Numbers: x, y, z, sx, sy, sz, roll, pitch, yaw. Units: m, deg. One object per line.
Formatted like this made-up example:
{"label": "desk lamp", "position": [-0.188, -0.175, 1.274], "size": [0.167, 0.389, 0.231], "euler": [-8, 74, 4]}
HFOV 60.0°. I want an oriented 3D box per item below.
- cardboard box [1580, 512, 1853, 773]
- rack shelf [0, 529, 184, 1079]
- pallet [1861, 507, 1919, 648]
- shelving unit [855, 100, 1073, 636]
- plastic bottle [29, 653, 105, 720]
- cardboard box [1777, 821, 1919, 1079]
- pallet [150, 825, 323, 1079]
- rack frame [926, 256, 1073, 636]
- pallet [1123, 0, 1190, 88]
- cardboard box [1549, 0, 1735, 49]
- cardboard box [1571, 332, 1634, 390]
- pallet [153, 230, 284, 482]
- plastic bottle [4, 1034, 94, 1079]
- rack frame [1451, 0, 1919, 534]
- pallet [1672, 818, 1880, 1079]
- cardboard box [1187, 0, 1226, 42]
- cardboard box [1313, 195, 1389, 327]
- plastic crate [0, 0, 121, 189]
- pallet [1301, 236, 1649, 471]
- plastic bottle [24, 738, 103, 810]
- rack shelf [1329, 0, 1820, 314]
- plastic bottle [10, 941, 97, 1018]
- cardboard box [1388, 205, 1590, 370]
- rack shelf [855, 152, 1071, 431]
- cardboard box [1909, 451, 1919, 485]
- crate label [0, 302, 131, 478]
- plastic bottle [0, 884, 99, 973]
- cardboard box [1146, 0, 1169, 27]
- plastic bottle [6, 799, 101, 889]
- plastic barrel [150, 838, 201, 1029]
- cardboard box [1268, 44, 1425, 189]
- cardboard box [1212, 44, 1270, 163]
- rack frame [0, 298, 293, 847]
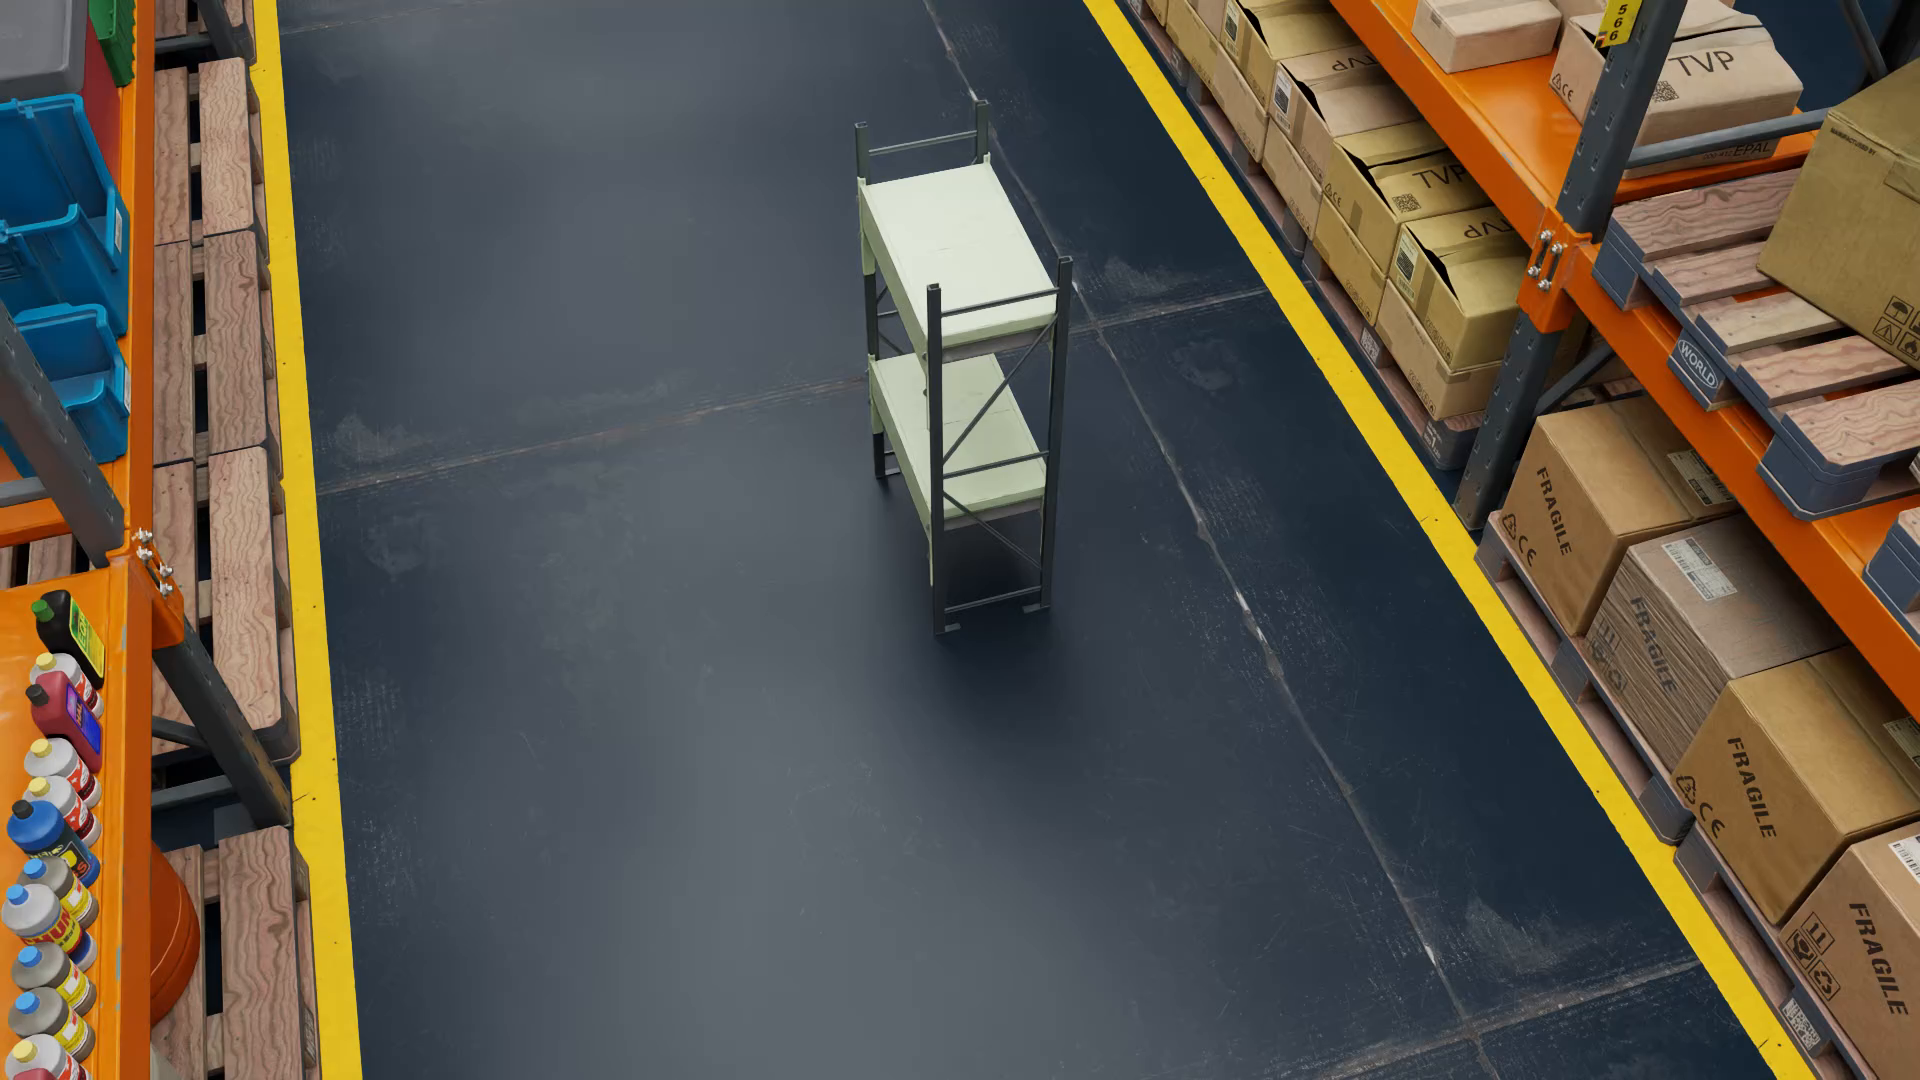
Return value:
{"label": "cardboard box", "position": [2.244, 0.294, 4.888], "size": [0.500, 0.500, 0.500], "euler": [-15, 51, -12]}
{"label": "rack shelf", "position": [-1.919, 1.661, 2.858], "size": [1.077, 0.370, 4.000], "euler": [-13, 51, -11]}
{"label": "pallet", "position": [2.802, 0.333, 3.633], "size": [1.003, 0.211, 1.213], "euler": [-13, 51, -11]}
{"label": "shelving unit", "position": [-0.002, -0.488, 5.181], "size": [0.431, 1.500, 0.755], "euler": [-13, 51, -11]}
{"label": "plastic bottle", "position": [-1.967, 0.320, 3.648], "size": [0.097, 0.201, 0.097], "euler": [0, 50, 0]}
{"label": "cardboard box", "position": [2.547, 1.041, 4.258], "size": [0.500, 0.500, 0.500], "euler": [-15, 51, -12]}
{"label": "pallet", "position": [-2.238, 1.434, 4.403], "size": [1.003, 0.211, 1.213], "euler": [-13, 51, -11]}
{"label": "rack frame", "position": [0.106, -0.221, 4.955], "size": [0.400, 1.500, 0.023], "euler": [-13, 51, -11]}
{"label": "pallet", "position": [1.295, -2.642, 7.839], "size": [1.003, 0.211, 1.213], "euler": [-13, 51, -11]}
{"label": "cardboard box", "position": [2.143, -1.817, 5.378], "size": [0.500, 0.311, 0.500], "euler": [-14, 51, -11]}
{"label": "cardboard box", "position": [2.348, -0.846, 6.025], "size": [0.500, 0.250, 0.500], "euler": [-13, 51, -11]}
{"label": "pallet", "position": [-3.060, -0.596, 6.115], "size": [1.003, 0.211, 1.213], "euler": [-13, 51, -11]}
{"label": "plastic bottle", "position": [-1.697, 0.986, 3.086], "size": [0.097, 0.201, 0.097], "euler": [0, 50, 0]}
{"label": "rack frame", "position": [2.222, -1.148, 4.756], "size": [1.000, 3.000, 0.127], "euler": [-13, 51, -11]}
{"label": "pallet", "position": [2.764, 1.194, 4.606], "size": [1.003, 0.211, 1.213], "euler": [-13, 51, -11]}
{"label": "cardboard box", "position": [1.221, -2.397, 6.966], "size": [0.500, 0.311, 0.500], "euler": [-15, 51, -12]}
{"label": "cardboard box", "position": [1.678, -1.102, 6.241], "size": [0.500, 0.250, 0.500], "euler": [-14, 51, -11]}
{"label": "plastic crate", "position": [-2.696, -1.301, 4.843], "size": [0.402, 0.464, 0.583], "euler": [-13, 51, -11]}
{"label": "pallet", "position": [2.016, -0.860, 6.337], "size": [1.003, 0.211, 1.213], "euler": [-13, 51, -11]}
{"label": "plastic bottle", "position": [-1.898, 0.489, 3.506], "size": [0.097, 0.201, 0.097], "euler": [0, 50, 0]}
{"label": "rack shelf", "position": [1.631, -2.377, 6.263], "size": [1.077, 0.370, 4.000], "euler": [-13, 51, -11]}
{"label": "plastic bottle", "position": [-1.754, 0.844, 3.206], "size": [0.097, 0.201, 0.097], "euler": [0, 50, 0]}
{"label": "cardboard box", "position": [1.832, -0.905, 5.708], "size": [0.500, 0.311, 0.500], "euler": [-12, 51, -10]}
{"label": "rack shelf", "position": [-0.002, -0.740, 4.882], "size": [0.431, 0.370, 0.720], "euler": [-13, 51, -11]}
{"label": "cardboard box", "position": [2.604, -0.170, 3.592], "size": [0.700, 0.500, 0.500], "euler": [-5, 50, -4]}
{"label": "crate label", "position": [-2.277, -0.370, 4.209], "size": [0.303, 0.233, 0.416], "euler": [-13, 51, -11]}
{"label": "plastic bottle", "position": [-1.783, 0.751, 3.239], "size": [0.097, 0.271, 0.097], "euler": [0, 50, 0]}
{"label": "cardboard box", "position": [1.072, -2.595, 7.499], "size": [0.500, 0.250, 0.500], "euler": [-12, 51, -10]}
{"label": "plastic bottle", "position": [-1.841, 0.608, 3.359], "size": [0.097, 0.271, 0.097], "euler": [0, 50, 0]}
{"label": "plastic barrel", "position": [-2.350, 0.886, 4.186], "size": [0.600, 0.830, 0.708], "euler": [-13, 51, -11]}
{"label": "cardboard box", "position": [1.526, -1.653, 6.338], "size": [0.500, 0.311, 0.500], "euler": [-14, 51, -11]}
{"label": "cardboard box", "position": [1.377, -1.845, 6.867], "size": [0.500, 0.250, 0.500], "euler": [-12, 51, -10]}
{"label": "rack frame", "position": [-2.510, -0.031, 3.814], "size": [1.000, 3.000, 0.127], "euler": [-13, 51, -11]}
